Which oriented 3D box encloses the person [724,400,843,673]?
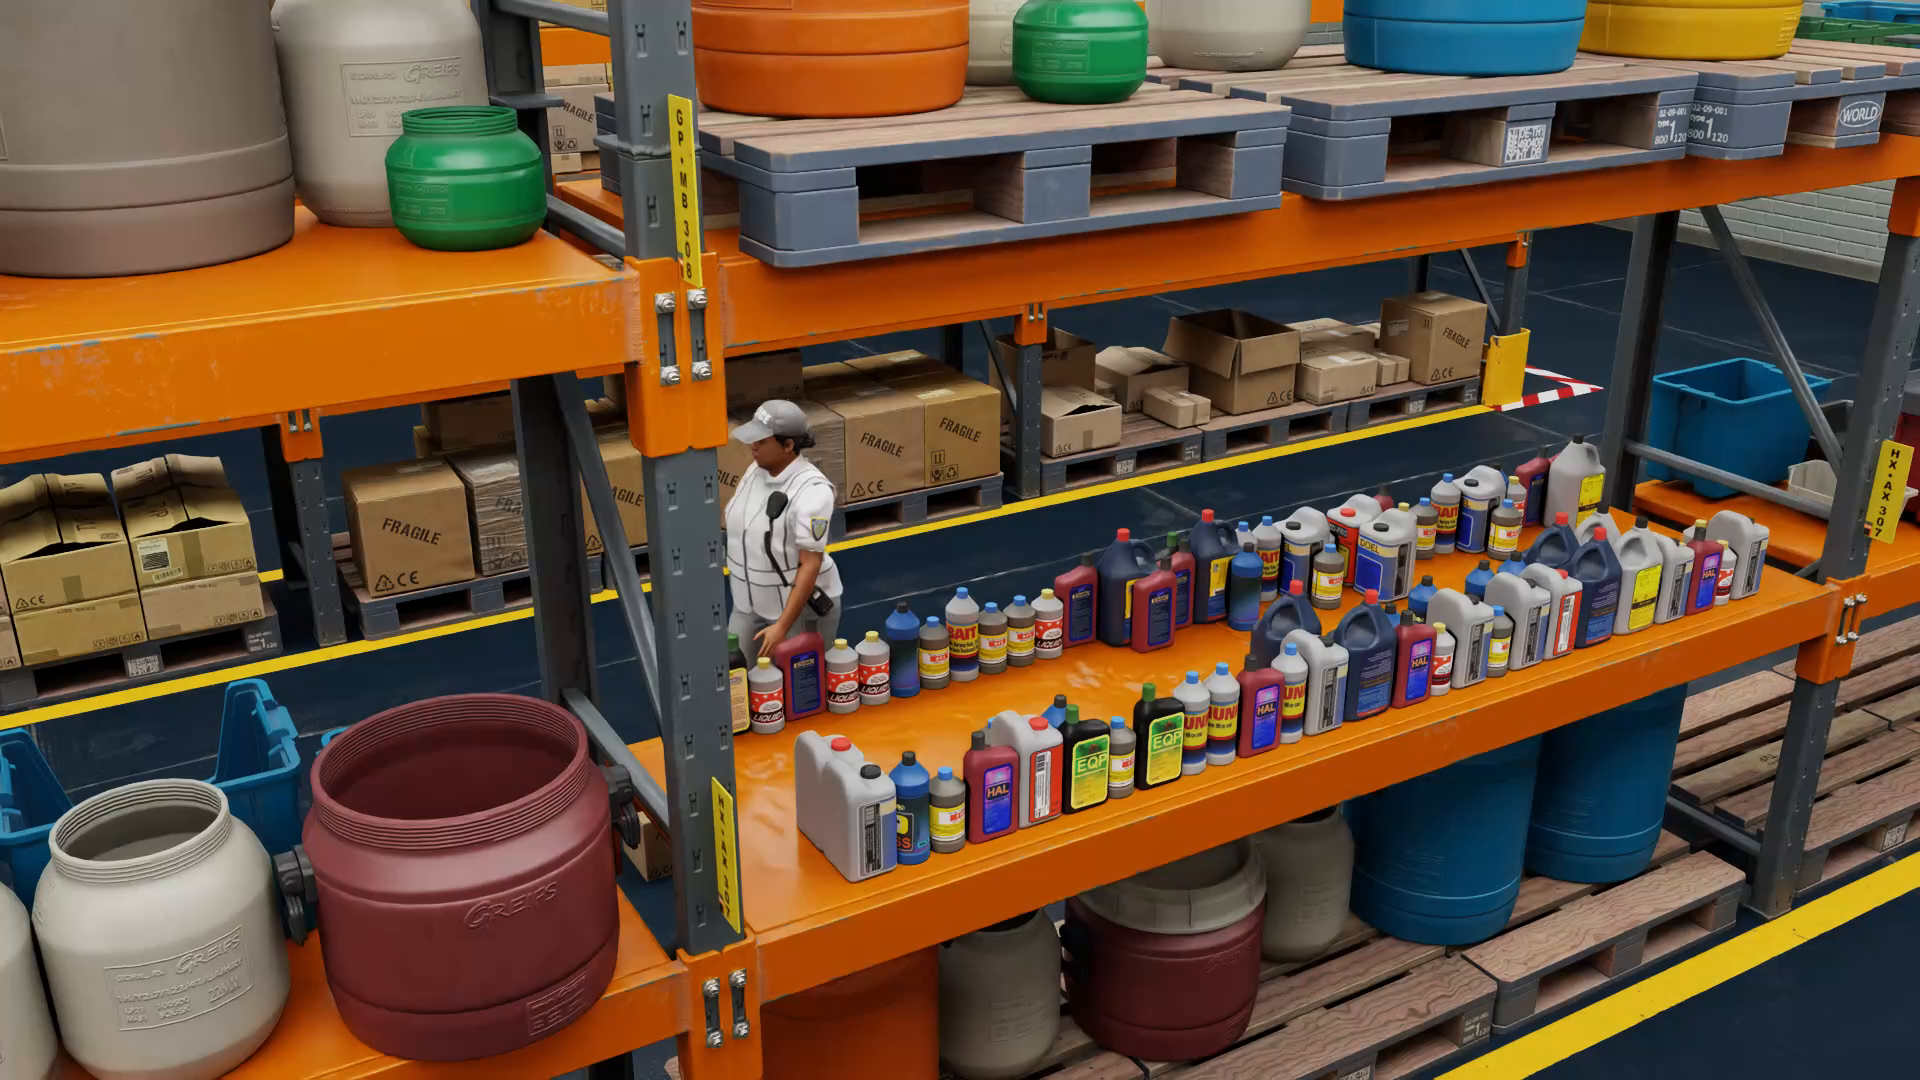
[{"bbox_3d":[-0.725,0.315,6.357,0.486,1.729,0.577,17,27,35],"label":"person"}]
